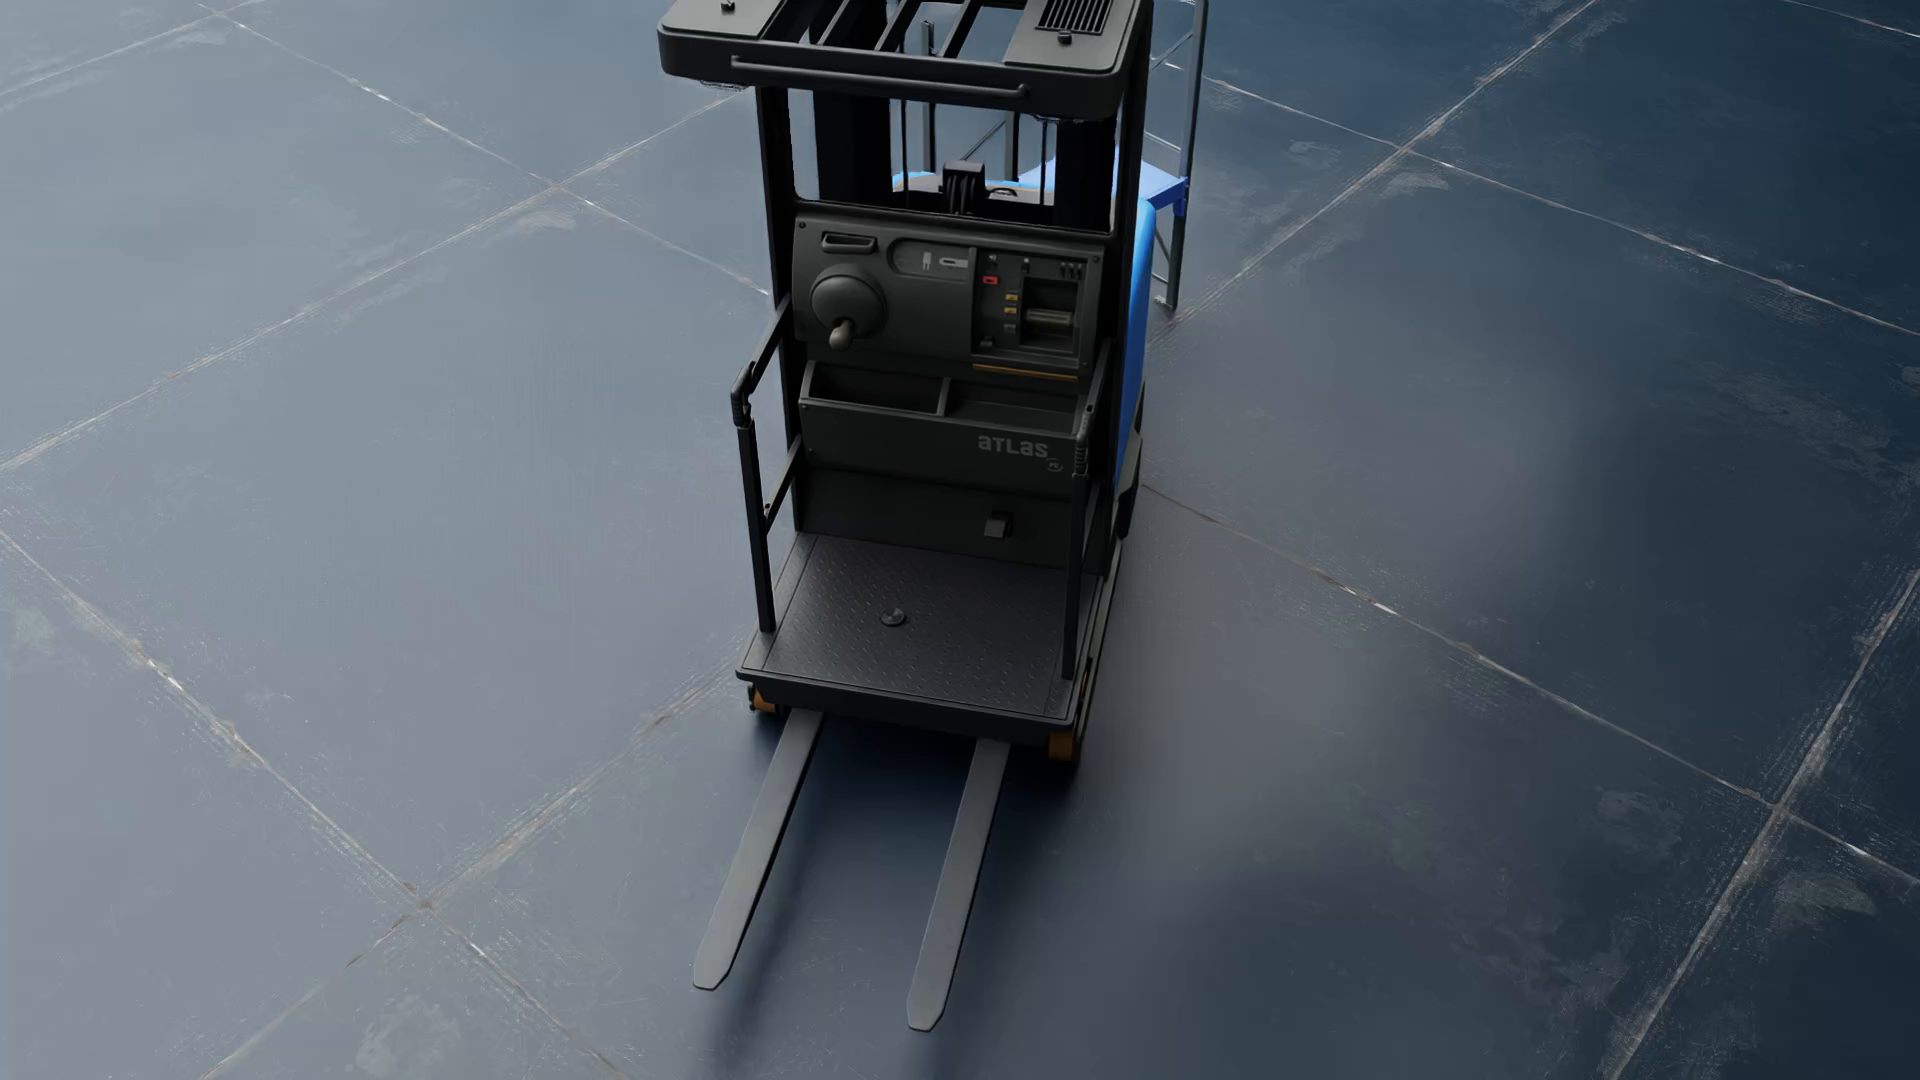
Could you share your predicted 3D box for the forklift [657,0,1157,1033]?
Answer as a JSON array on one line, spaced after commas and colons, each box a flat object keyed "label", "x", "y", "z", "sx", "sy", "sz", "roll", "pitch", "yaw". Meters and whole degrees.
[{"label": "forklift", "x": -0.087, "y": -0.640, "z": 4.776, "sx": 1.130, "sy": 2.935, "sz": 3.031, "roll": 8, "pitch": 43, "yaw": 9}]

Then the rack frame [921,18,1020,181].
[{"label": "rack frame", "x": 0.037, "y": -1.244, "z": 6.503, "sx": 0.032, "sy": 1.500, "sz": 0.500, "roll": -32, "pitch": 51, "yaw": -30}]

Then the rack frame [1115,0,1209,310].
[{"label": "rack frame", "x": 0.784, "y": -1.708, "z": 7.013, "sx": 0.032, "sy": 1.500, "sz": 0.500, "roll": -32, "pitch": 51, "yaw": -30}]

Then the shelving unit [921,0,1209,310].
[{"label": "shelving unit", "x": 0.411, "y": -1.476, "z": 6.758, "sx": 1.048, "sy": 1.500, "sz": 0.538, "roll": -32, "pitch": 51, "yaw": -30}]

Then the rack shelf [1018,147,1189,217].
[{"label": "rack shelf", "x": 0.411, "y": -1.343, "z": 6.879, "sx": 1.000, "sy": 0.185, "sz": 0.538, "roll": -32, "pitch": 51, "yaw": -30}]
